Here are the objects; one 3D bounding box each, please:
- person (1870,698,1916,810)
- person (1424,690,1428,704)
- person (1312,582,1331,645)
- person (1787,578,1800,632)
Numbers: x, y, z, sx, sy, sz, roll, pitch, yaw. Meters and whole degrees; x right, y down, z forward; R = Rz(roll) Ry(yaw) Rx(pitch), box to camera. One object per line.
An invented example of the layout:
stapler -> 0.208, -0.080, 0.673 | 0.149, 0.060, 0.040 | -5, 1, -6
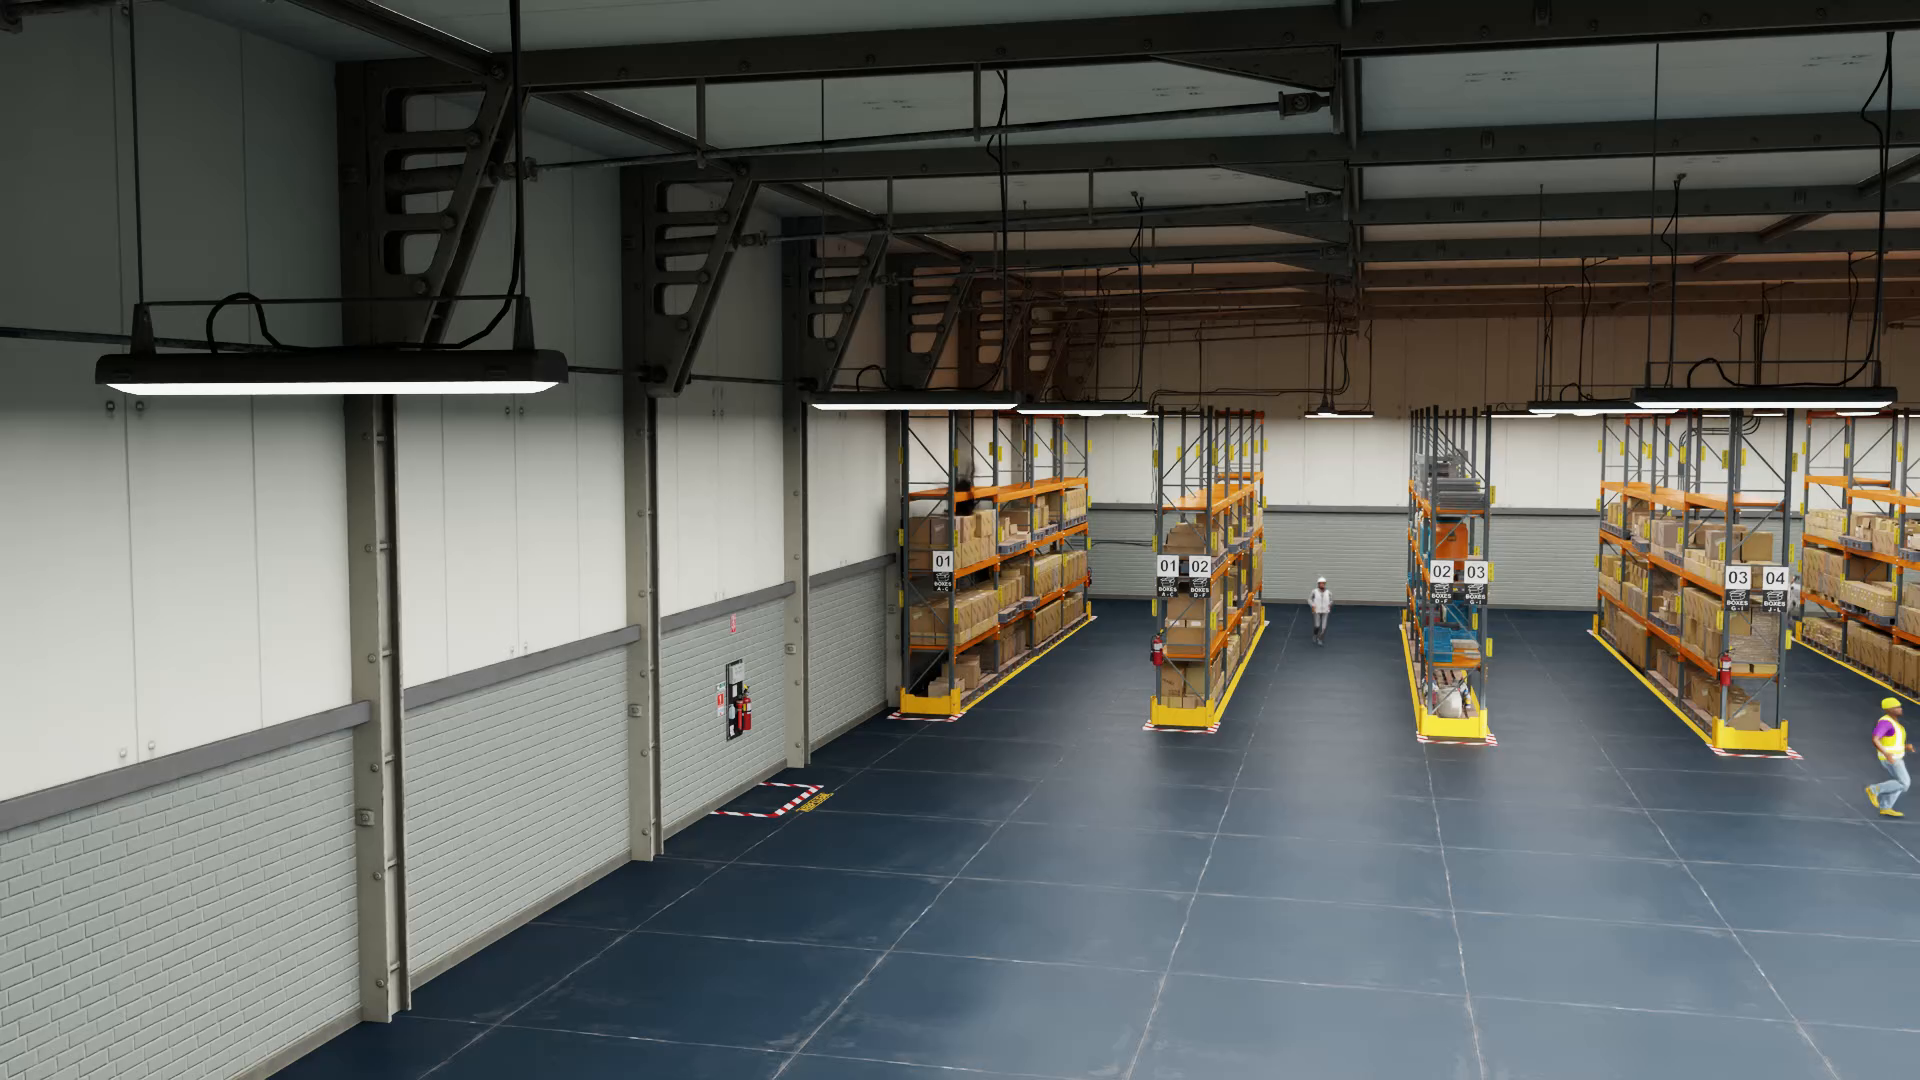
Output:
person -> 13.503, 3.108, 24.061 | 0.532, 1.655, 0.703 | 3, 5, 39
person -> 12.450, 2.907, 28.367 | 1.164, 1.569, 10.388 | -3, 5, -36
person -> 9.169, 1.848, 42.236 | 0.510, 1.677, 0.567 | 0, 4, 1
person -> 22.073, 1.746, 44.222 | 0.741, 1.674, 0.634 | -1, 4, -10
